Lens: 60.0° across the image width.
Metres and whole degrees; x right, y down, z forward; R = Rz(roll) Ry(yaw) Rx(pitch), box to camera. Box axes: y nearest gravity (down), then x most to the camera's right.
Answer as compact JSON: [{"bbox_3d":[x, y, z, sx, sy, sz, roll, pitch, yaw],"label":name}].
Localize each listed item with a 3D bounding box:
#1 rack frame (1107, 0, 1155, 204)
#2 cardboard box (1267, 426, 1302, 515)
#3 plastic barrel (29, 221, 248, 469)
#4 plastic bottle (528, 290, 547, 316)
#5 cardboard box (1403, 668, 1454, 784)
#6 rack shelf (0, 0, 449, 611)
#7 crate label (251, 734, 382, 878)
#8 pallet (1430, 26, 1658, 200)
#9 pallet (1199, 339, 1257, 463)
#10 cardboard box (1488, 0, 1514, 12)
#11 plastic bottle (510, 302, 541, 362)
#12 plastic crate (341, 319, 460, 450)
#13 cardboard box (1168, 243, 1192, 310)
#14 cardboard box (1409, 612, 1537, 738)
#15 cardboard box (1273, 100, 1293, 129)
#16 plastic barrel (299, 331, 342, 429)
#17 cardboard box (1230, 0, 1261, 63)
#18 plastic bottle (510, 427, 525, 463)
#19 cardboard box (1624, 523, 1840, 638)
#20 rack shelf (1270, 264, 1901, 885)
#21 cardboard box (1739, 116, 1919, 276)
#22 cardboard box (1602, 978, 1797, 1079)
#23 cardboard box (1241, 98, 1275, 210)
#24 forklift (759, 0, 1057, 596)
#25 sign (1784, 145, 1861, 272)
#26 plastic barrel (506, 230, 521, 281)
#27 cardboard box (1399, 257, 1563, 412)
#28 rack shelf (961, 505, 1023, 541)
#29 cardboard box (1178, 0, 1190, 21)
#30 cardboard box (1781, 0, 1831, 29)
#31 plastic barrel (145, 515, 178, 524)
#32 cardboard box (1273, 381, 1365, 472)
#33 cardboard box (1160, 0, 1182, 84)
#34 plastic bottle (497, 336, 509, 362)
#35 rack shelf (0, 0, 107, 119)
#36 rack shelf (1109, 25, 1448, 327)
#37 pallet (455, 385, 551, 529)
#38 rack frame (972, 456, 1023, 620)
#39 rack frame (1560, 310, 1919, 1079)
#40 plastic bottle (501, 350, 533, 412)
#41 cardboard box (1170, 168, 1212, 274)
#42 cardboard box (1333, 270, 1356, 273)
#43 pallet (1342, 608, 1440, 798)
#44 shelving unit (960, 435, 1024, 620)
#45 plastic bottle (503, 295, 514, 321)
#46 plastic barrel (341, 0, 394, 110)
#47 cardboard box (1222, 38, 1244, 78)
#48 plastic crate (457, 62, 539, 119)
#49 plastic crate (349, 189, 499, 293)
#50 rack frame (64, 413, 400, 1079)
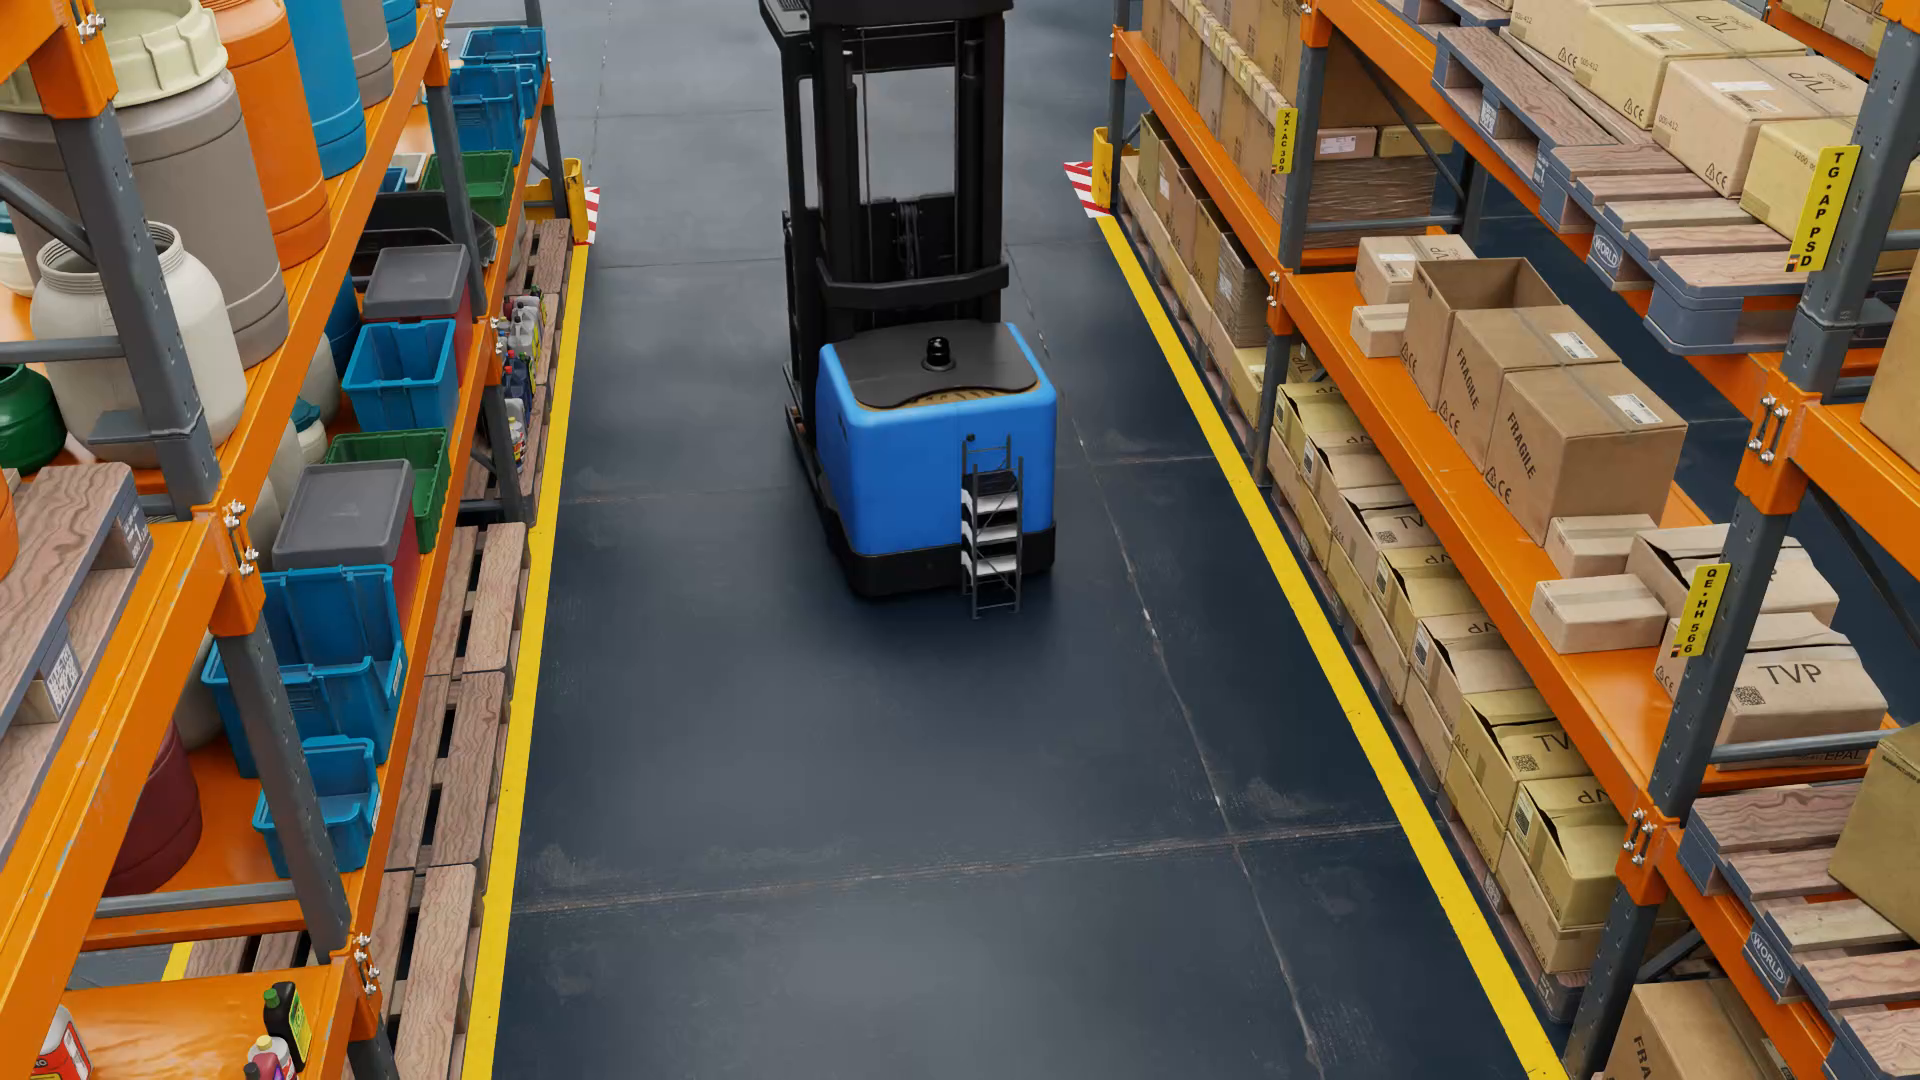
[{"bbox_3d":[1.590,-3.825,11.700,1.000,3.000,0.127,-4,35,-6],"label":"rack frame"},{"bbox_3d":[1.937,-0.387,8.723,0.500,0.250,0.500,-5,35,-8],"label":"cardboard box"},{"bbox_3d":[-1.981,-0.470,4.014,0.421,0.512,0.421,0,34,0],"label":"plastic barrel"},{"bbox_3d":[-2.637,-1.486,10.361,0.097,0.201,0.097,0,34,0],"label":"plastic bottle"},{"bbox_3d":[2.216,0.758,7.042,0.500,0.250,0.500,-4,34,-5],"label":"cardboard box"},{"bbox_3d":[-2.512,-1.046,5.597,1.077,0.370,4.000,-4,35,-6],"label":"rack shelf"},{"bbox_3d":[-1.928,0.818,5.035,0.303,0.233,0.416,-4,35,-6],"label":"crate label"},{"bbox_3d":[2.333,-1.518,5.819,1.003,0.211,1.213,-3,34,-4],"label":"pallet"},{"bbox_3d":[2.063,-0.888,9.865,1.003,0.211,1.213,-4,35,-6],"label":"pallet"},{"bbox_3d":[2.278,-2.293,6.548,0.500,0.250,0.500,-8,35,-11],"label":"cardboard box"},{"bbox_3d":[-2.586,-1.236,9.861,0.144,0.351,0.185,-3,34,-4],"label":"plastic bottle"},{"bbox_3d":[-2.324,-0.622,7.013,0.392,0.384,0.575,-4,35,-6],"label":"plastic crate"},{"bbox_3d":[1.642,-1.709,10.663,0.500,0.250,0.500,-4,35,-6],"label":"cardboard box"},{"bbox_3d":[2.210,0.525,6.887,0.500,0.311,0.500,-5,35,-7],"label":"cardboard box"},{"bbox_3d":[1.848,-2.176,8.615,0.380,0.149,0.250,-5,35,-7],"label":"cardboard box"},{"bbox_3d":[-2.869,-0.726,7.031,0.433,0.535,0.433,0,34,0],"label":"plastic barrel"},{"bbox_3d":[1.926,-2.979,9.217,0.700,0.500,0.500,-4,35,-6],"label":"cardboard box"},{"bbox_3d":[-2.403,-0.513,8.934,0.097,0.201,0.097,0,34,0],"label":"plastic bottle"},{"bbox_3d":[2.738,0.162,5.928,0.500,0.311,0.500,-5,35,-7],"label":"cardboard box"},{"bbox_3d":[2.397,-0.180,6.989,1.077,0.370,4.000,-4,35,-6],"label":"rack shelf"},{"bbox_3d":[2.549,-0.961,4.593,0.500,0.250,0.500,-7,35,-10],"label":"cardboard box"},{"bbox_3d":[2.444,1.766,5.324,0.500,0.500,0.500,-3,34,-4],"label":"cardboard box"},{"bbox_3d":[1.985,-2.176,9.190,0.700,0.500,0.500,-5,35,-7],"label":"cardboard box"},{"bbox_3d":[-0.384,-1.759,8.729,1.130,2.935,3.031,-8,35,-12],"label":"forklift"},{"bbox_3d":[2.115,-0.810,4.081,0.100,0.325,0.005,-4,35,-6],"label":"sign"},{"bbox_3d":[-3.087,-1.957,10.794,0.421,0.512,0.421,0,34,0],"label":"plastic barrel"},{"bbox_3d":[2.286,-0.911,7.334,0.500,0.500,0.500,-2,34,-3],"label":"cardboard box"},{"bbox_3d":[0.152,-0.100,7.998,0.258,0.077,0.200,-8,35,-12],"label":"rack shelf"},{"bbox_3d":[1.570,-3.323,10.298,0.380,0.149,0.250,-5,35,-8],"label":"cardboard box"},{"bbox_3d":[6.249,-3.853,11.855,0.500,0.250,0.500,-5,35,-8],"label":"cardboard box"},{"bbox_3d":[-2.649,0.173,5.734,0.421,0.512,0.421,0,34,0],"label":"plastic barrel"},{"bbox_3d":[1.937,-0.613,8.556,0.500,0.311,0.500,-4,35,-6],"label":"cardboard box"},{"bbox_3d":[1.716,-3.313,10.858,0.700,0.500,0.500,-4,34,-5],"label":"cardboard box"},{"bbox_3d":[-2.704,-1.076,9.693,0.152,0.276,0.135,-4,35,-6],"label":"plastic bottle"},{"bbox_3d":[-1.974,0.112,1.590,1.077,0.370,4.000,-4,35,-6],"label":"rack shelf"},{"bbox_3d":[1.859,-2.412,10.265,1.077,0.370,4.000,-4,35,-6],"label":"rack shelf"},{"bbox_3d":[-2.830,-0.446,9.217,1.003,0.211,1.213,-4,35,-6],"label":"pallet"},{"bbox_3d":[0.177,0.002,7.948,0.240,0.900,0.006,-8,35,-12],"label":"rack frame"},{"bbox_3d":[2.666,0.639,5.149,1.000,3.000,0.127,-4,35,-6],"label":"rack frame"},{"bbox_3d":[-2.503,-0.895,9.361,0.144,0.351,0.185,-6,35,-8],"label":"plastic bottle"},{"bbox_3d":[1.641,-2.019,10.452,0.500,0.500,0.500,-4,35,-6],"label":"cardboard box"},{"bbox_3d":[2.376,-1.223,9.284,0.500,0.500,0.500,-4,35,-6],"label":"cardboard box"},{"bbox_3d":[2.433,0.650,7.609,1.003,0.211,1.213,-4,35,-6],"label":"pallet"},{"bbox_3d":[0.152,-0.054,8.030,0.258,0.900,0.210,-8,35,-12],"label":"shelving unit"},{"bbox_3d":[-2.736,-1.369,10.116,0.061,0.283,0.133,-4,35,-6],"label":"plastic bottle"},{"bbox_3d":[-2.409,-2.035,5.963,0.600,0.901,0.600,0,34,0],"label":"plastic barrel"},{"bbox_3d":[1.710,-2.747,9.452,0.380,0.149,0.250,-3,34,-5],"label":"cardboard box"},{"bbox_3d":[-2.873,-2.771,10.285,0.499,0.251,0.408,-4,35,-6],"label":"plastic crate"},{"bbox_3d":[-2.725,-1.496,8.337,0.767,0.338,0.504,-4,35,-6],"label":"plastic crate"},{"bbox_3d":[-2.243,1.012,4.601,1.000,3.000,0.127,-4,35,-6],"label":"rack frame"}]
